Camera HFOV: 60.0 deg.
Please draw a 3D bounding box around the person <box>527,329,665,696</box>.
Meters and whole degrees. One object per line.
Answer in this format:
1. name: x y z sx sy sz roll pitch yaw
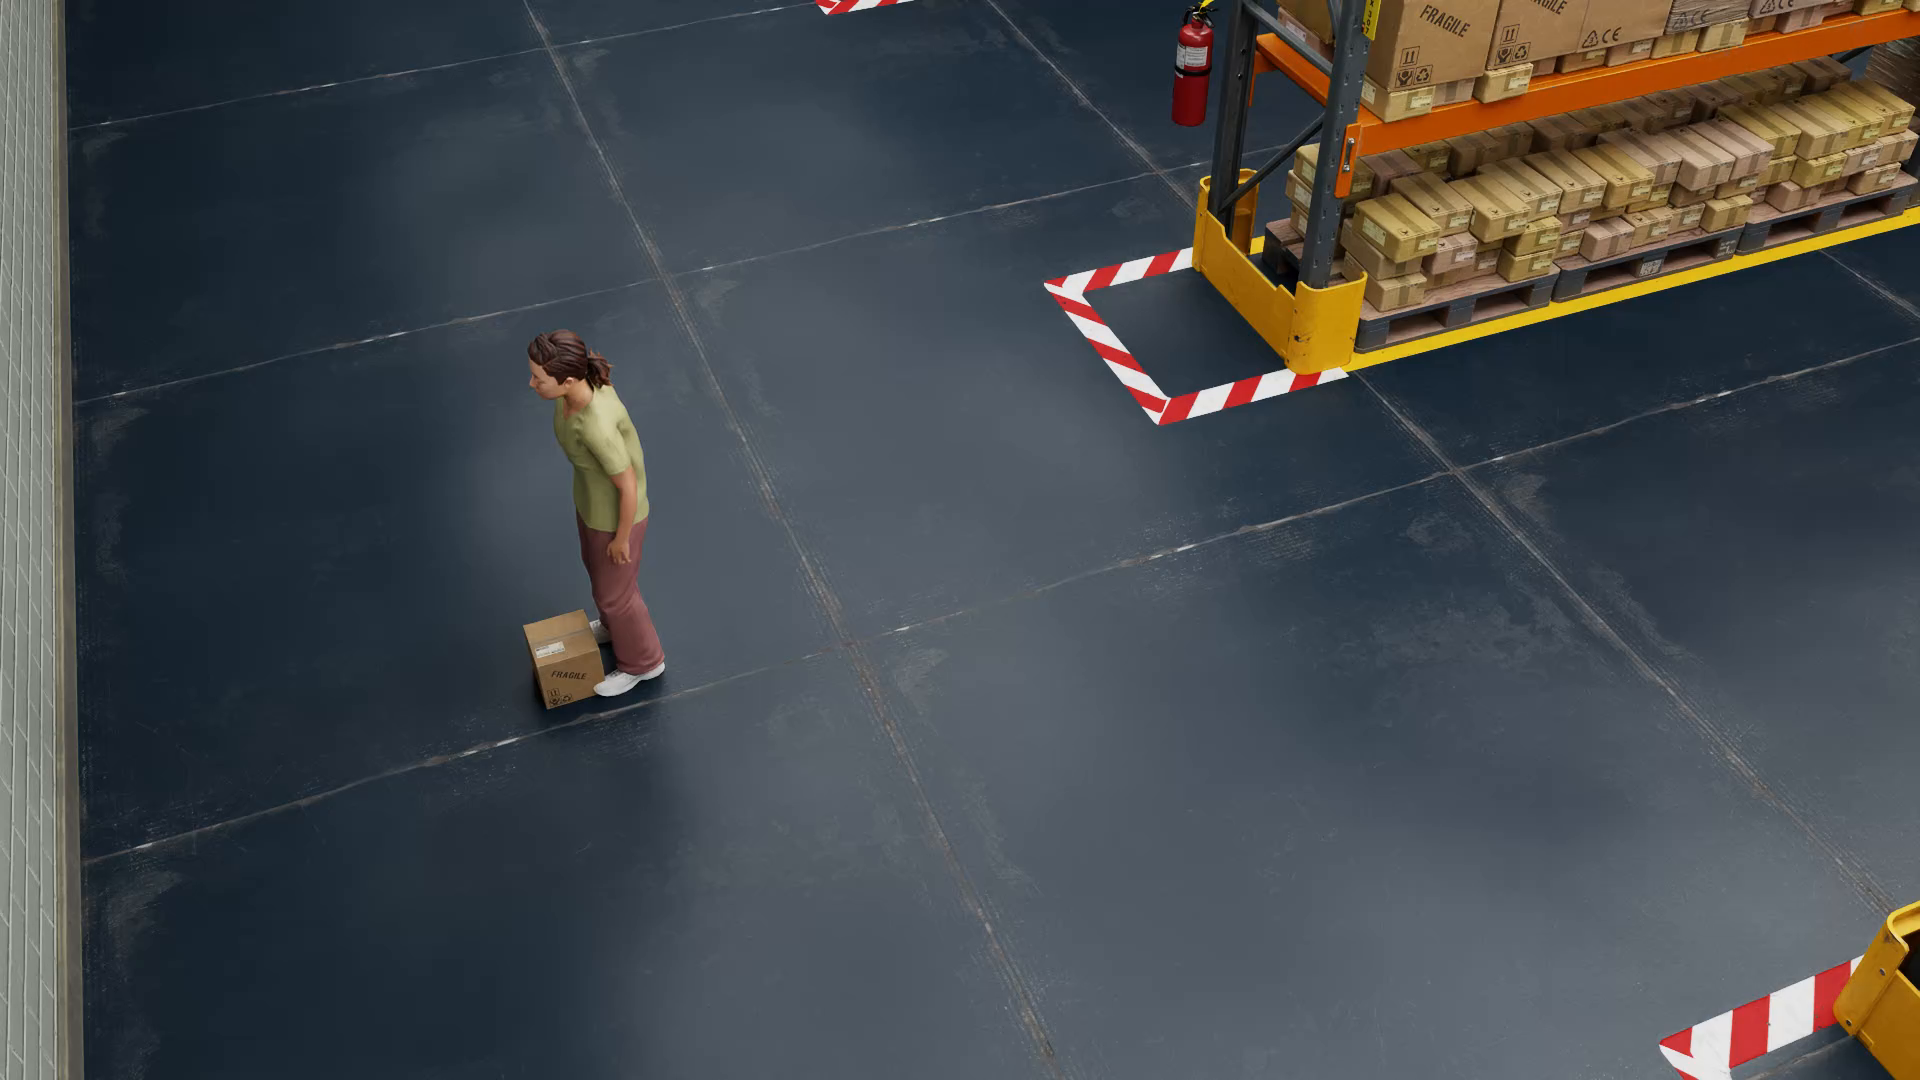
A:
1. person: -1.361 -0.114 6.288 0.363 1.672 0.521 -18 45 -19
